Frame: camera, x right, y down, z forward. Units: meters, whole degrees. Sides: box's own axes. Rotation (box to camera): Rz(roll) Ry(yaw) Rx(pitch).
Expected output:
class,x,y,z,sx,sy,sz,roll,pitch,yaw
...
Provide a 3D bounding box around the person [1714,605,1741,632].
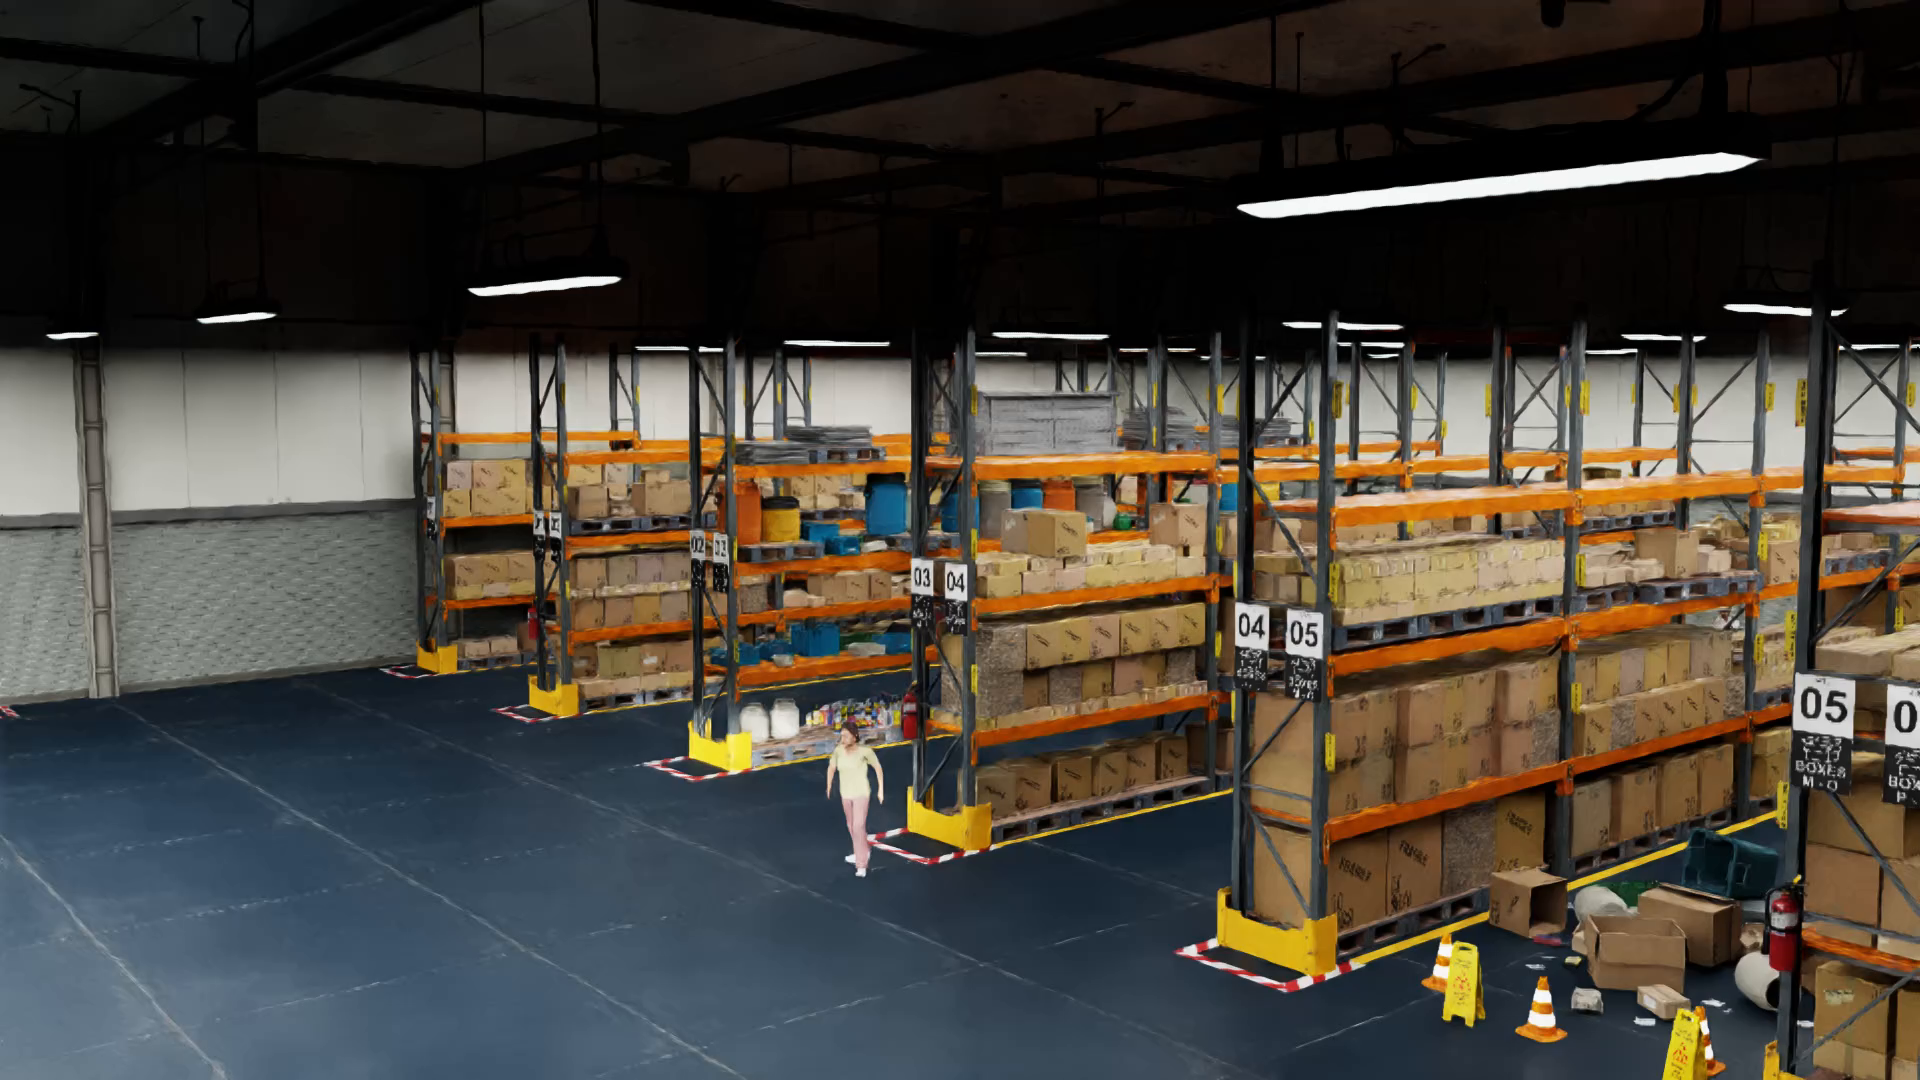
class,x,y,z,sx,sy,sz,roll,pitch,yaw
person,12.680,1.809,27.519,1.089,1.587,0.488,-5,7,-42

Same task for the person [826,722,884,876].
class,x,y,z,sx,sy,sz,roll,pitch,yaw
person,-1.099,2.720,17.733,0.620,1.604,0.790,3,6,30
